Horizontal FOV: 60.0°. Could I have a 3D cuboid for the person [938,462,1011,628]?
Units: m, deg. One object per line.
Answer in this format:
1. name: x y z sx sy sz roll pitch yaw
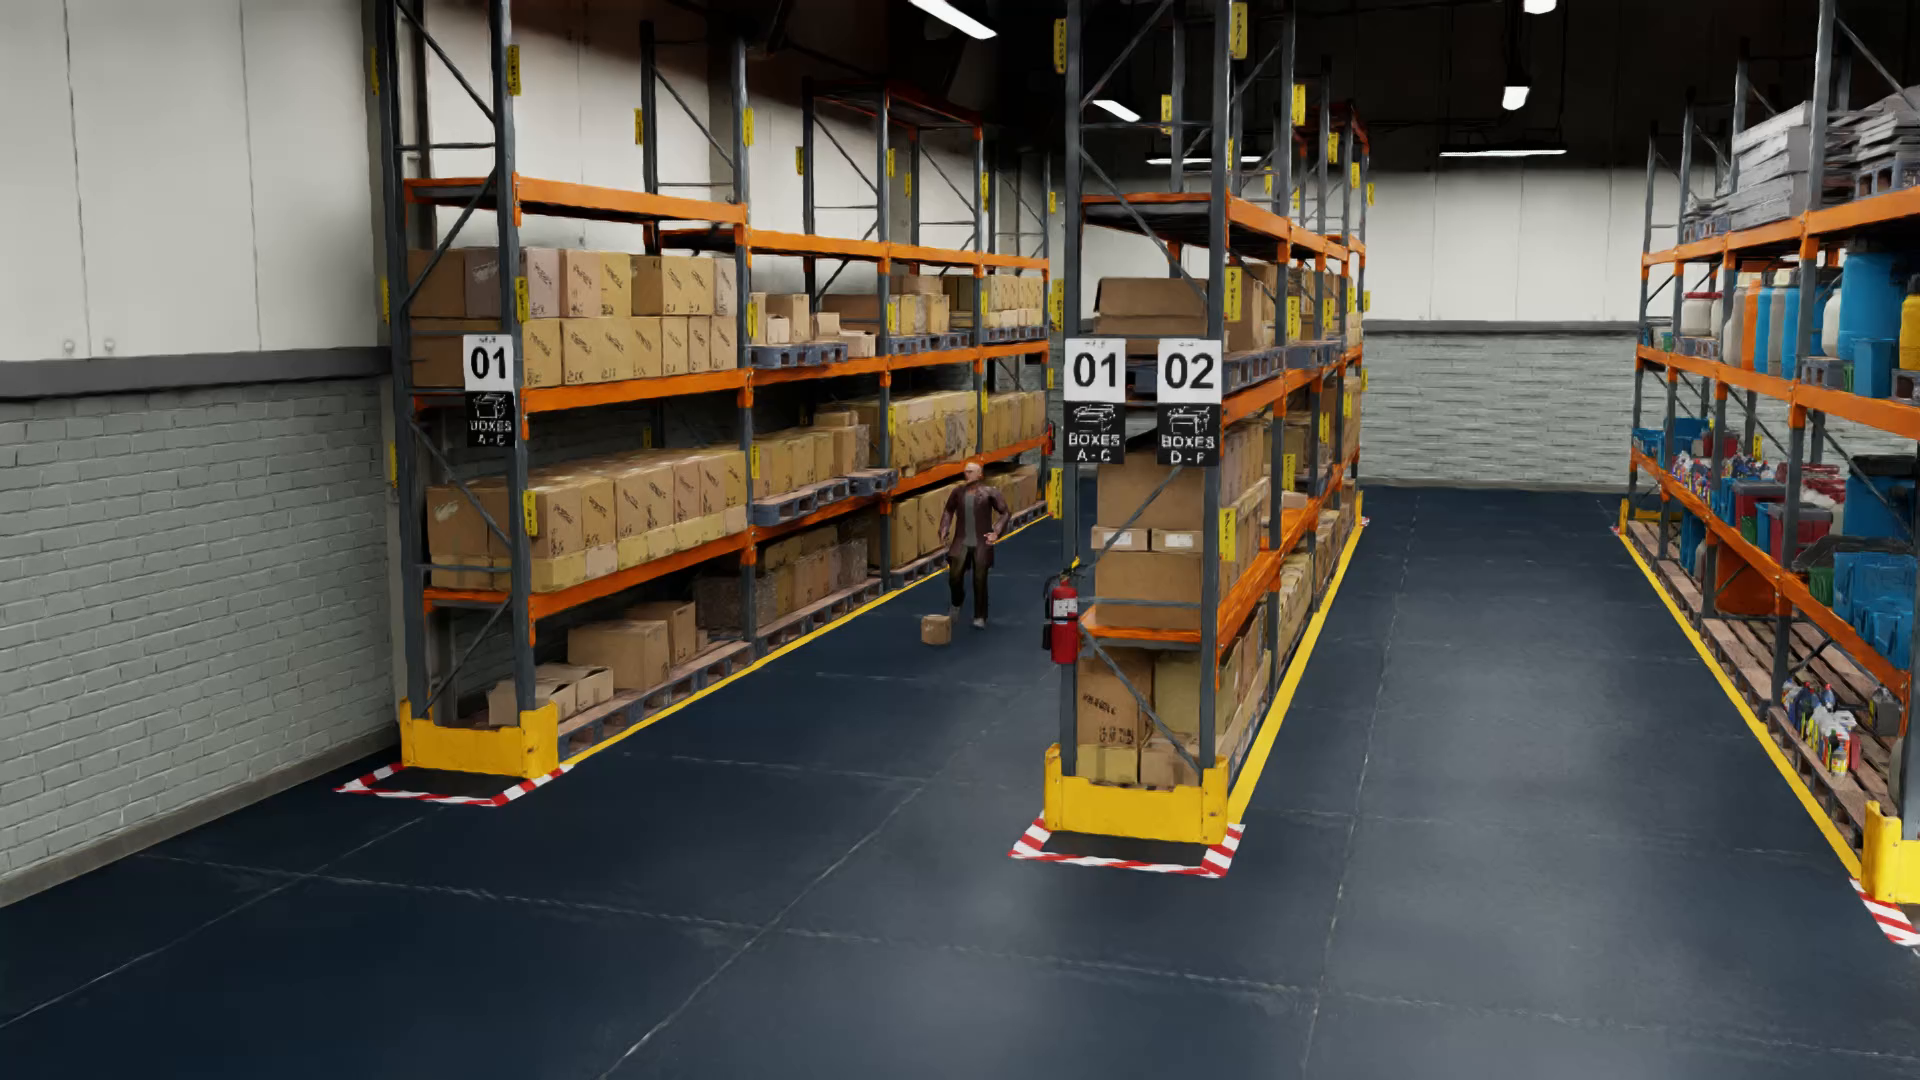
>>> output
1. person: 0.139 0.049 17.647 0.787 1.747 0.520 2 8 13
